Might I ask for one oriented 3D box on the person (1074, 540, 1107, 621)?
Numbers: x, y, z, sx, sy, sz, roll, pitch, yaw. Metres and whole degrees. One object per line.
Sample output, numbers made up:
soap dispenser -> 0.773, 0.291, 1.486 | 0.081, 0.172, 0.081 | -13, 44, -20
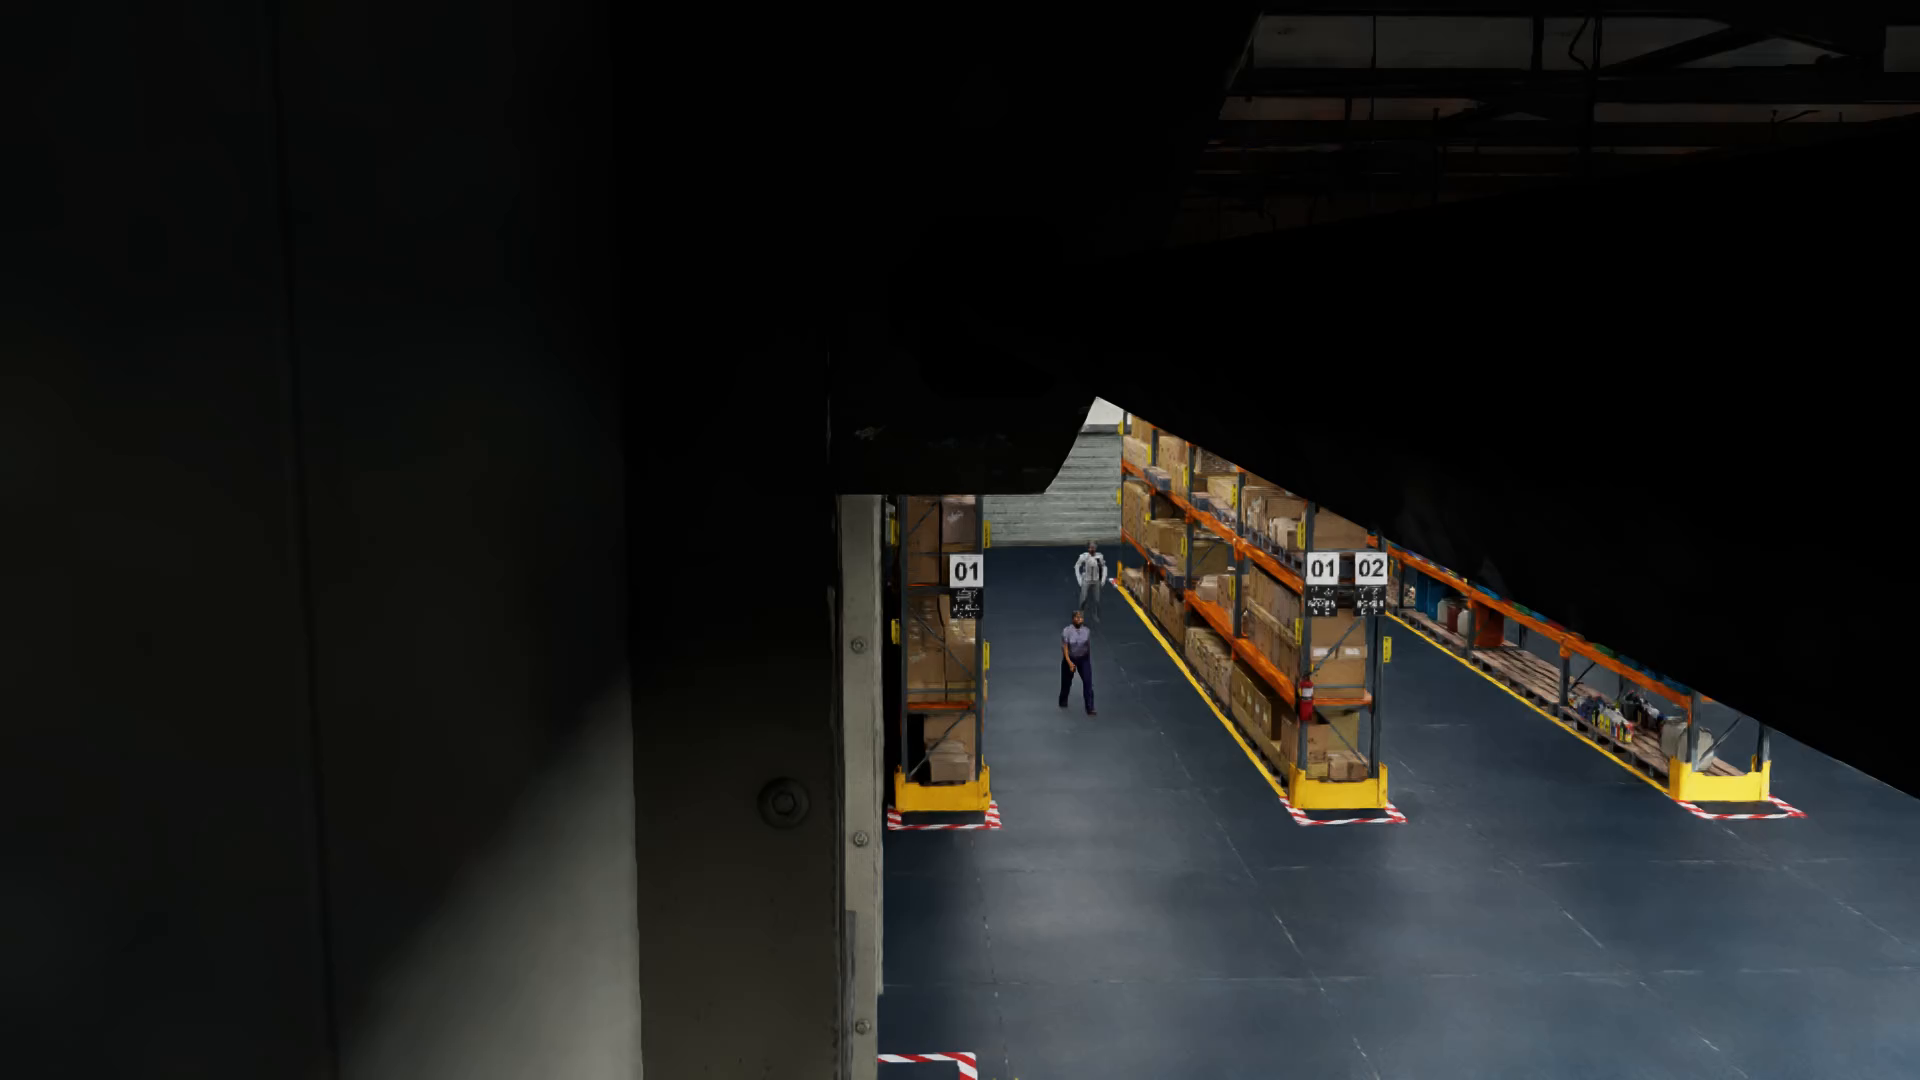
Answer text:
person -> 2.539, 0.779, 32.305 | 0.639, 1.628, 0.512 | -1, 8, -4

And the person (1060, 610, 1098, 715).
person -> 1.760, 1.833, 25.207 | 0.478, 1.580, 1.000 | -2, 9, -11

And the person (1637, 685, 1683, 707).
person -> 10.809, 1.811, 25.541 | 0.562, 1.536, 0.737 | -4, 9, -25
